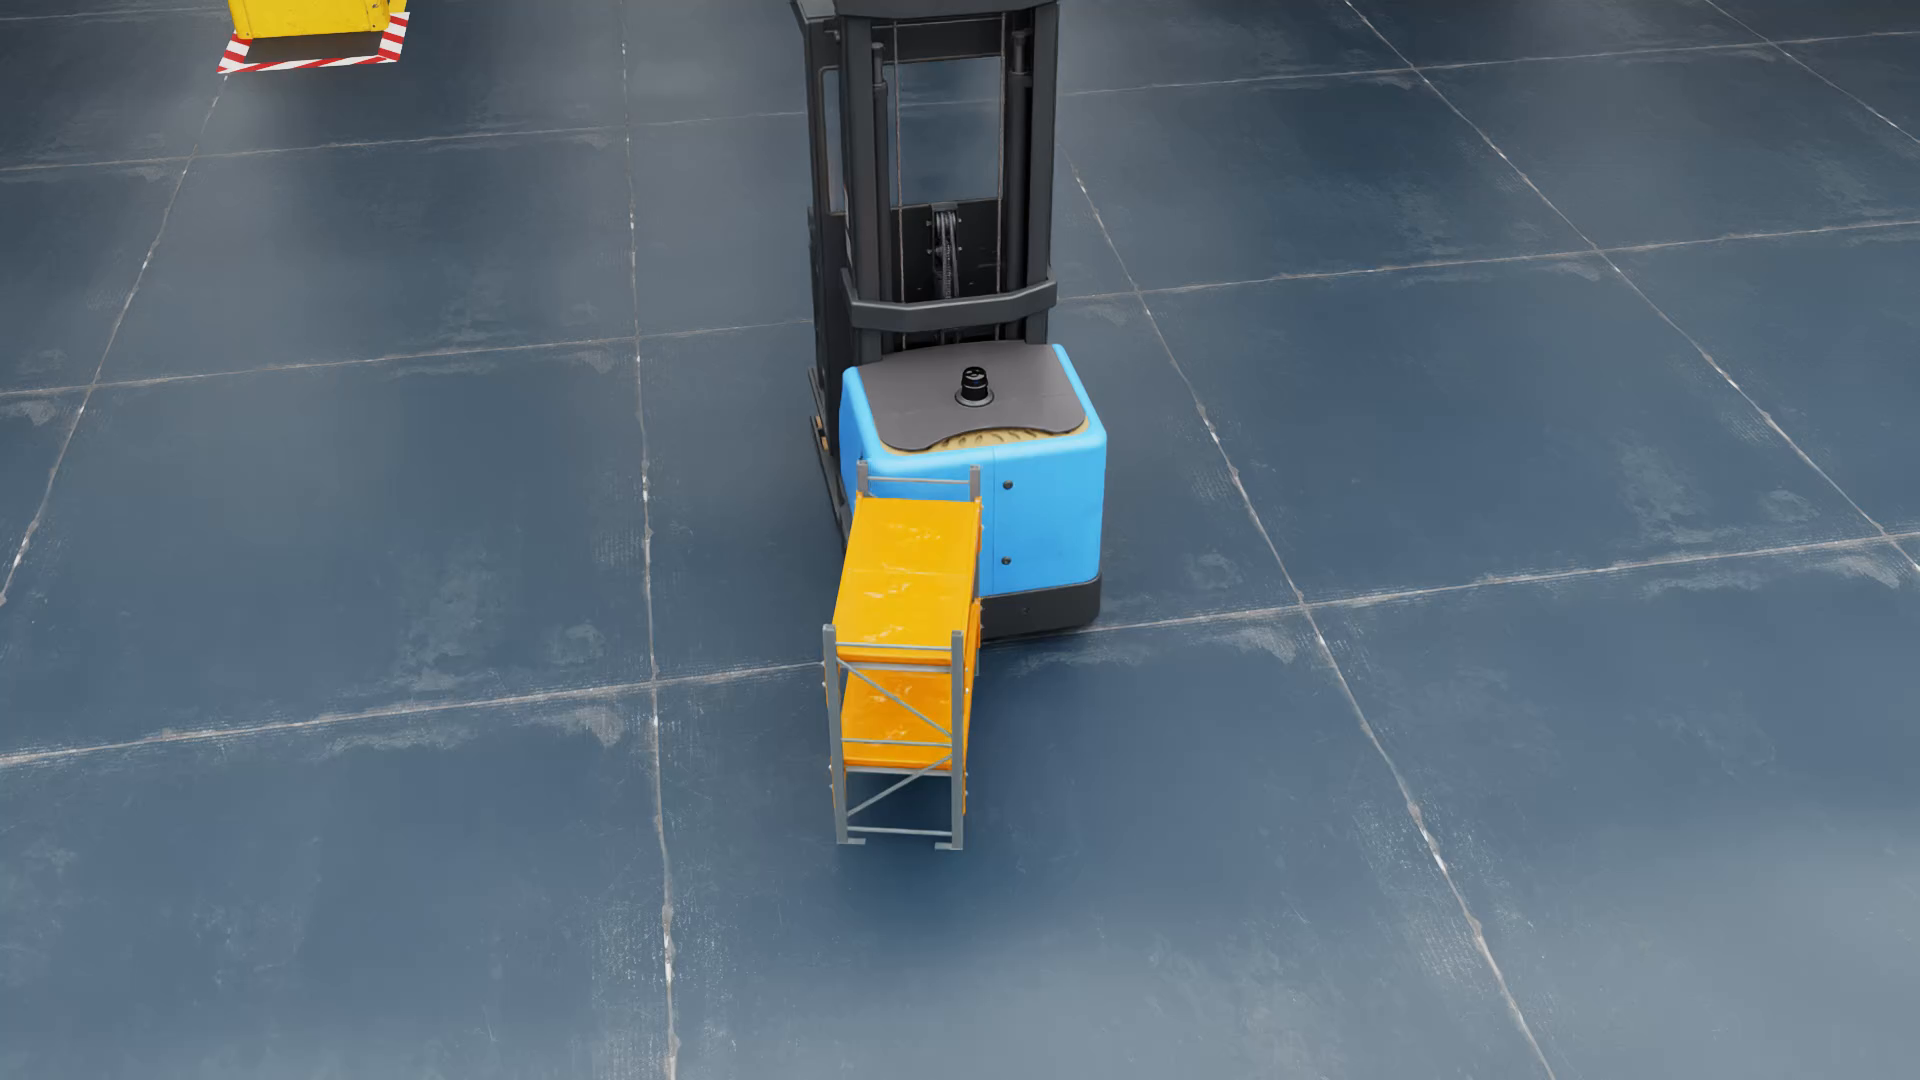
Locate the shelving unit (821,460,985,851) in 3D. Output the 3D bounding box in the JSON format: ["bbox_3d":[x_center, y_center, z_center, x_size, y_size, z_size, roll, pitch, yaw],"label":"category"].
[{"bbox_3d":[-0.202,0.453,6.650,0.538,1.125,1.048,2,38,3],"label":"shelving unit"}]

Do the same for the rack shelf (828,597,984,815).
[{"bbox_3d":[-0.202,0.646,6.800,0.538,0.278,1.000,2,38,3],"label":"rack shelf"}]

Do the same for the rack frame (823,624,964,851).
[{"bbox_3d":[-0.237,0.764,6.250,0.500,1.125,0.032,2,38,3],"label":"rack frame"}]

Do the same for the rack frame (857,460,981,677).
[{"bbox_3d":[-0.167,0.142,7.051,0.500,1.125,0.032,2,38,3],"label":"rack frame"}]

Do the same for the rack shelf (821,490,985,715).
[{"bbox_3d":[-0.202,0.222,6.470,0.538,0.278,1.000,2,38,3],"label":"rack shelf"}]

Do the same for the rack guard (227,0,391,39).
[{"bbox_3d":[-5.242,-4.364,13.360,1.175,0.500,0.348,-6,38,-8],"label":"rack guard"}]

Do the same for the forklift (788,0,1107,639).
[{"bbox_3d":[-0.173,-1.570,7.782,1.130,2.935,3.031,-8,38,-10],"label":"forklift"}]
